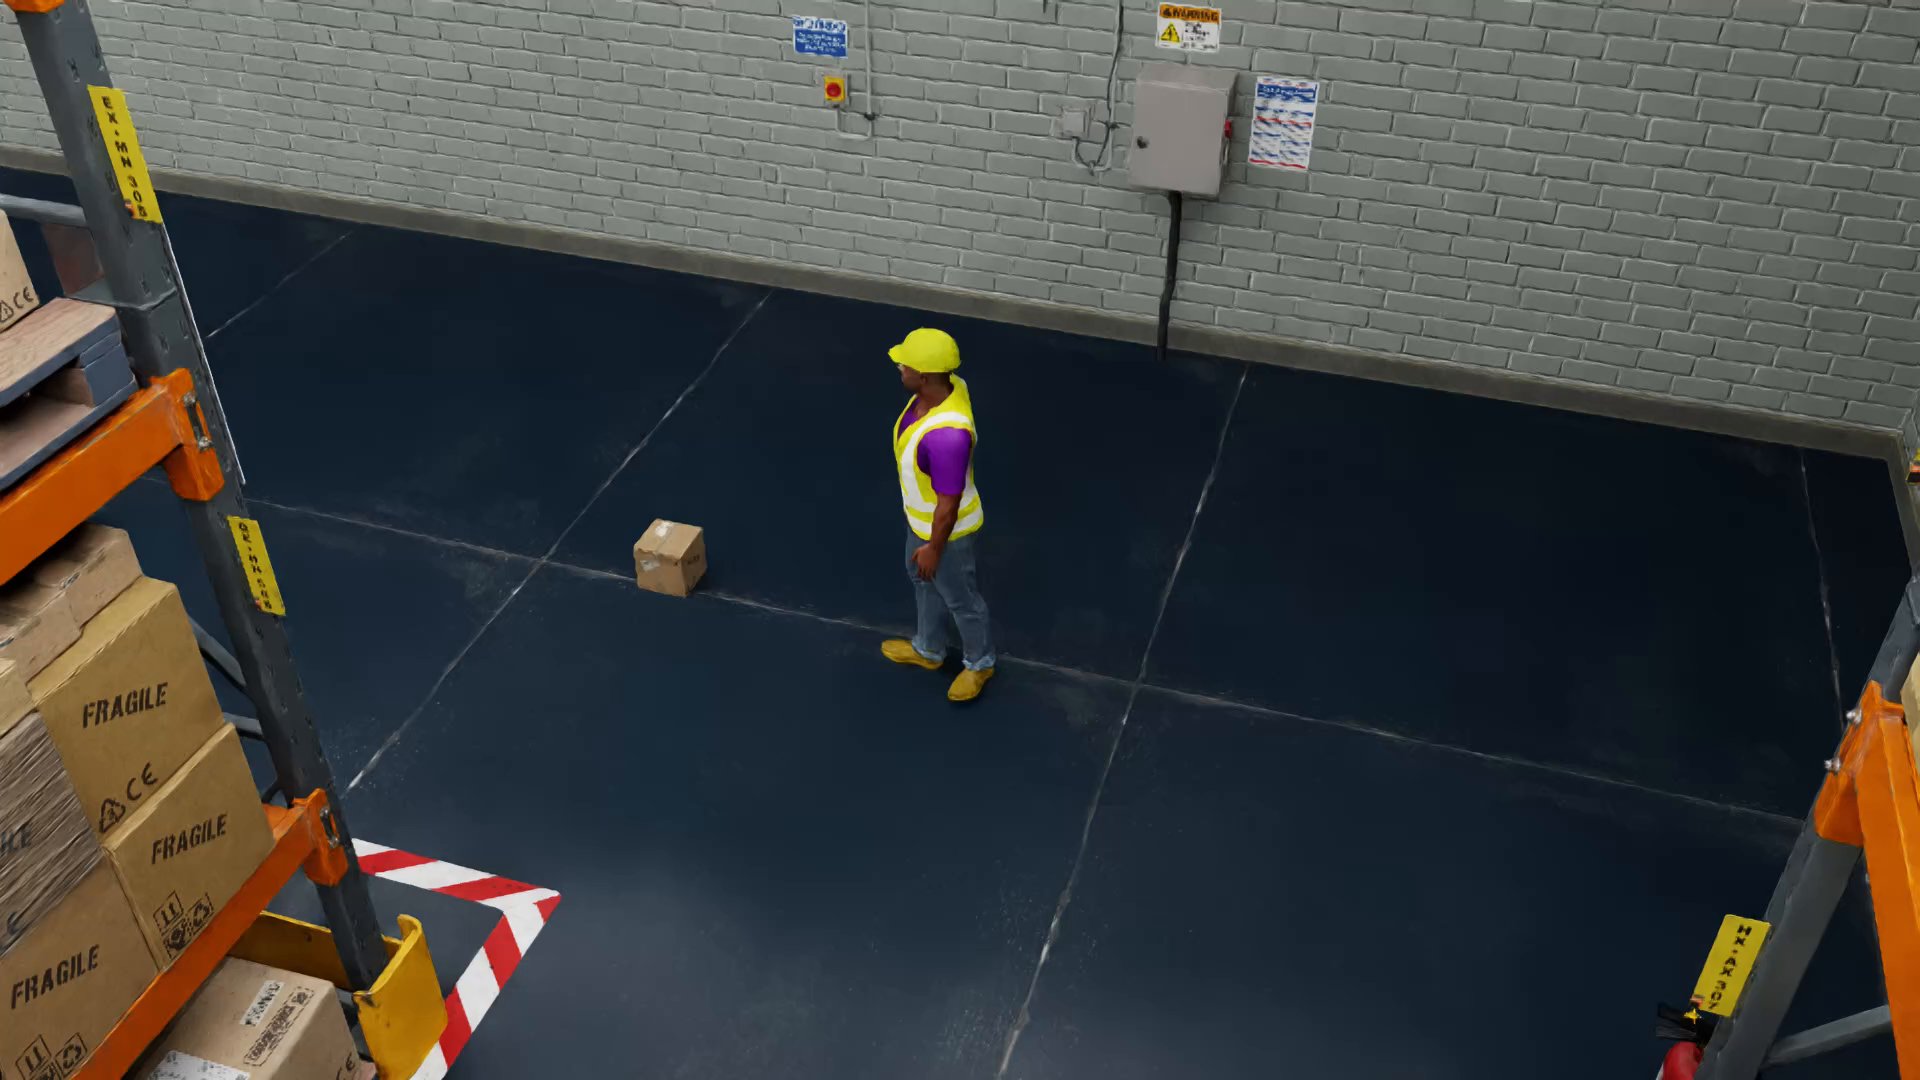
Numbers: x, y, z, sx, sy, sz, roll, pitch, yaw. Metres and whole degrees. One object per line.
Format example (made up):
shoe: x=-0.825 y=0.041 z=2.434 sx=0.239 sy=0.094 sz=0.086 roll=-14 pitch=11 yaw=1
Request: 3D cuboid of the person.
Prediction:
person: x=-0.081 y=-0.096 z=6.985 sx=0.480 sy=1.775 sz=0.576 roll=-7 pitch=37 yaw=-10
